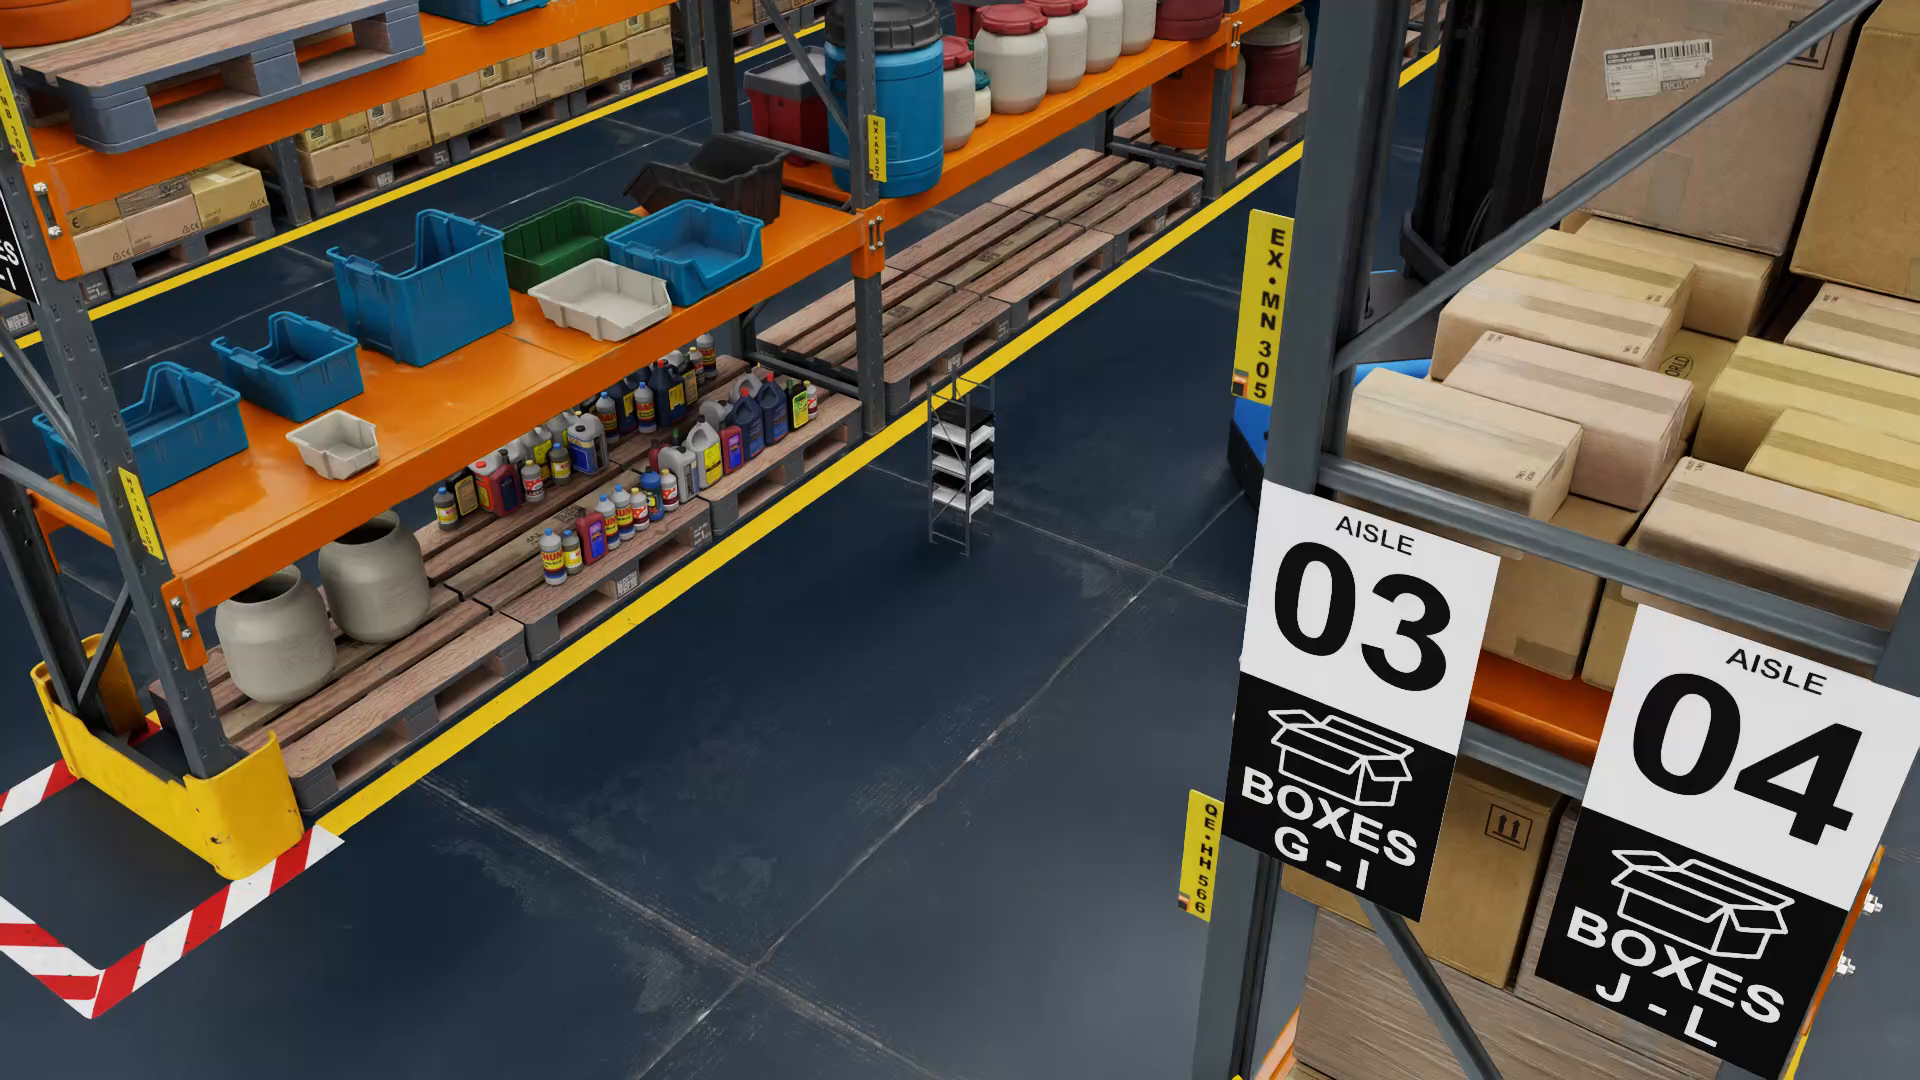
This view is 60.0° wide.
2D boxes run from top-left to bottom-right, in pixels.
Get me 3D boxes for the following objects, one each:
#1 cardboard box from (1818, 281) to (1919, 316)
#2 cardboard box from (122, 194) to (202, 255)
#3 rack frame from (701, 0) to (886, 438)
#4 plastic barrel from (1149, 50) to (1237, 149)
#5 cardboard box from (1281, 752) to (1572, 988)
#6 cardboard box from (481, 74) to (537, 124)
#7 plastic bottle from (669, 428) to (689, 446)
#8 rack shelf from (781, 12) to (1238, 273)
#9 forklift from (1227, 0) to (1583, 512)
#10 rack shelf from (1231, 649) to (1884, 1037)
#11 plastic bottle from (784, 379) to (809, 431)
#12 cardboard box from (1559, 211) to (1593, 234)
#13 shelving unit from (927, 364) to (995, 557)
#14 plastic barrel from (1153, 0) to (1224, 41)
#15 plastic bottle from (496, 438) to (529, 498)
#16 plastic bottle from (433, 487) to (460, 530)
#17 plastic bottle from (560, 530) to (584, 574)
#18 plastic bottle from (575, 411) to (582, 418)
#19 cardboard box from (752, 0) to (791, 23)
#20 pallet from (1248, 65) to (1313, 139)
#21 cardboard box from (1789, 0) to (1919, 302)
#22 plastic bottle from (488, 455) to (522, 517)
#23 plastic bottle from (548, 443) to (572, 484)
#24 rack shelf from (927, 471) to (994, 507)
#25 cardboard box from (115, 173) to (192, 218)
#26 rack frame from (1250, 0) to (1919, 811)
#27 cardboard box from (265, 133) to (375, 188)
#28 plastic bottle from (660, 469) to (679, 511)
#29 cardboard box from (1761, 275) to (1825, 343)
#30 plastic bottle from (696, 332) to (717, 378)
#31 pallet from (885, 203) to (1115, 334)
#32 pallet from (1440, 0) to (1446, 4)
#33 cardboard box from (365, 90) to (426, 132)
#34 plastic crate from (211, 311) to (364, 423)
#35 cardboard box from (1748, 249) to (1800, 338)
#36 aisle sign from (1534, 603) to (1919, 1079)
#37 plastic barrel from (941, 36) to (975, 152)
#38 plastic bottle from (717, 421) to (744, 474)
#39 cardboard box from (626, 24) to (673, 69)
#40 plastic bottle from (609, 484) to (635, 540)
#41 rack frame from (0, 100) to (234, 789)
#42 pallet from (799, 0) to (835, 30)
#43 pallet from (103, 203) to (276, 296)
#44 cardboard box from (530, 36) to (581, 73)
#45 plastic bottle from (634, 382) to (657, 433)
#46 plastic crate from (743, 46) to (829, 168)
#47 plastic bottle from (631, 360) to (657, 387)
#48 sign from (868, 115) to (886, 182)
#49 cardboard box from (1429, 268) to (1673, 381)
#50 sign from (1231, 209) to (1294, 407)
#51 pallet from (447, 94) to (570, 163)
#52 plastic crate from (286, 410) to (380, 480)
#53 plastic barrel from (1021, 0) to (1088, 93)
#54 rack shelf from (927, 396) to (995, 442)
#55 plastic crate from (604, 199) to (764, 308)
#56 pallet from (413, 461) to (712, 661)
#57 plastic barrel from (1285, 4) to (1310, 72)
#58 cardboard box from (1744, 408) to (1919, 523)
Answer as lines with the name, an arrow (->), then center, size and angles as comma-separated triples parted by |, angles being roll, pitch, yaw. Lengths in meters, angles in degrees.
cardboard box -> 1.908, -0.421, 3.295 | 0.380, 0.149, 0.250 | 21, 39, 28
cardboard box -> -5.298, -2.097, 10.753 | 0.500, 0.250, 0.500 | 21, 39, 28
rack frame -> -0.853, -1.988, 8.513 | 1.000, 3.000, 0.127 | 21, 39, 28
plastic barrel -> 1.693, -3.335, 12.066 | 0.600, 0.830, 0.708 | 21, 39, 28
cardboard box -> 1.046, 0.523, 3.551 | 0.500, 0.500, 0.500 | 21, 39, 28
cardboard box -> -3.610, -3.422, 12.712 | 0.500, 0.250, 0.500 | 22, 40, 29
plastic bottle -> -1.376, -0.441, 8.257 | 0.061, 0.283, 0.133 | 21, 39, 28
rack shelf -> 0.288, -2.611, 10.075 | 1.077, 0.370, 4.000 | 21, 39, 28
forklift -> 2.971, -1.487, 7.833 | 3.031, 2.935, 1.130 | -6, 34, -8
rack shelf -> 2.076, -0.431, 4.174 | 1.077, 0.370, 4.000 | 21, 39, 28
plastic bottle -> -0.856, -0.719, 8.667 | 0.061, 0.283, 0.133 | 23, 41, 30
cardboard box -> 1.585, -0.735, 3.760 | 0.380, 0.149, 0.250 | 19, 39, 26
shelving unit -> 0.005, -0.376, 8.003 | 0.258, 0.900, 0.210 | 21, 39, 28
plastic barrel -> 1.412, -3.575, 10.738 | 0.600, 0.536, 0.708 | 21, 39, 28
plastic bottle -> -2.201, -0.358, 8.140 | 0.152, 0.276, 0.135 | 20, 39, 27
plastic bottle -> -2.446, -0.156, 7.908 | 0.097, 0.201, 0.097 | 0, 34, 0
plastic bottle -> -1.785, 0.047, 7.608 | 0.097, 0.201, 0.097 | 0, 34, 0
plastic bottle -> -1.942, -0.563, 8.510 | 0.097, 0.201, 0.097 | 0, 34, 0
cardboard box -> -1.851, -4.921, 14.688 | 0.500, 0.500, 0.500 | 20, 39, 27
pallet -> 2.540, -3.609, 13.399 | 1.003, 0.211, 1.213 | 21, 39, 28
cardboard box -> 2.004, -0.777, 3.242 | 0.500, 0.500, 0.500 | 21, 39, 28
plastic bottle -> -2.192, -0.263, 7.994 | 0.061, 0.283, 0.133 | 21, 39, 28
plastic bottle -> -1.986, -0.386, 8.249 | 0.097, 0.201, 0.097 | 0, 34, 0
rack shelf -> 0.005, -0.274, 8.073 | 0.258, 0.077, 0.200 | 21, 39, 28
cardboard box -> -5.299, -2.408, 10.544 | 0.500, 0.500, 0.500 | 21, 39, 28
rack frame -> 0.935, -1.051, 1.771 | 1.000, 3.000, 0.127 | 21, 39, 28
cardboard box -> -4.486, -2.714, 11.665 | 0.500, 0.250, 0.500 | 20, 39, 27
plastic bottle -> -1.417, -0.250, 8.047 | 0.097, 0.201, 0.097 | 0, 34, 0
cardboard box -> 1.997, -0.351, 3.548 | 0.500, 0.250, 0.500 | 21, 39, 28
plastic bottle -> -1.395, -1.034, 9.144 | 0.097, 0.271, 0.097 | 0, 34, 0
pallet -> 0.258, -1.771, 10.680 | 1.003, 0.211, 1.213 | 21, 39, 28
pallet -> 4.791, -5.430, 16.090 | 1.003, 0.211, 1.213 | 21, 39, 28
cardboard box -> -4.190, -3.179, 11.852 | 0.500, 0.311, 0.500 | 21, 39, 28
plastic crate -> -2.719, -0.709, 6.754 | 0.499, 0.251, 0.408 | 21, 39, 28
cardboard box -> 1.583, -0.513, 3.787 | 0.500, 0.250, 0.500 | 22, 40, 29
aisle sign -> 1.147, 0.482, 2.539 | 0.394, 0.787, 0.004 | 21, 39, 28
plastic barrel -> -0.127, -2.415, 9.022 | 0.433, 0.535, 0.433 | 0, 34, 0
plastic bottle -> -1.151, -0.480, 8.315 | 0.061, 0.283, 0.133 | 24, 41, 31
cardboard box -> -2.739, -4.128, 13.756 | 0.500, 0.250, 0.500 | 22, 40, 29
plastic bottle -> -1.591, -0.138, 7.820 | 0.097, 0.271, 0.097 | 0, 34, 0
rack frame -> -3.133, -0.148, 5.791 | 1.000, 3.000, 0.127 | 21, 39, 28
pallet -> -1.486, -5.149, 15.675 | 1.003, 0.211, 1.213 | 21, 39, 28
pallet -> -5.408, -2.065, 11.115 | 1.003, 0.211, 1.213 | 21, 39, 28
cardboard box -> -3.317, -3.888, 12.901 | 0.500, 0.311, 0.500 | 21, 39, 28
plastic bottle -> -1.637, -0.696, 8.645 | 0.097, 0.271, 0.097 | 0, 34, 0
plastic crate -> -0.828, -2.336, 8.969 | 0.402, 0.464, 0.583 | 21, 39, 28
plastic bottle -> -1.654, -0.834, 8.778 | 0.144, 0.351, 0.185 | 22, 40, 29
sign -> -0.407, -1.922, 8.168 | 0.100, 0.325, 0.005 | 21, 39, 28
cardboard box -> 1.148, -0.382, 3.237 | 0.380, 0.149, 0.250 | 19, 39, 26
sign -> 0.491, -0.361, 2.639 | 0.100, 0.325, 0.005 | 21, 39, 28
pallet -> -3.837, -3.333, 12.990 | 1.003, 0.211, 1.213 | 21, 39, 28
plastic crate -> -2.359, -0.348, 6.322 | 0.298, 0.136, 0.250 | 21, 39, 28
plastic barrel -> 0.538, -2.952, 9.816 | 0.433, 0.535, 0.433 | 0, 34, 0
rack shelf -> 0.005, -0.573, 7.871 | 0.258, 0.077, 0.200 | 21, 39, 28
plastic crate -> -1.261, -1.331, 7.673 | 0.499, 0.251, 0.616 | 21, 39, 28
pallet -> -1.965, 0.026, 8.023 | 1.003, 0.211, 1.213 | 21, 39, 28
plastic barrel -> 2.585, -4.011, 13.350 | 0.421, 0.512, 0.421 | 0, 34, 0
cardboard box -> 1.510, -0.052, 2.750 | 0.380, 0.149, 0.250 | 22, 40, 29
